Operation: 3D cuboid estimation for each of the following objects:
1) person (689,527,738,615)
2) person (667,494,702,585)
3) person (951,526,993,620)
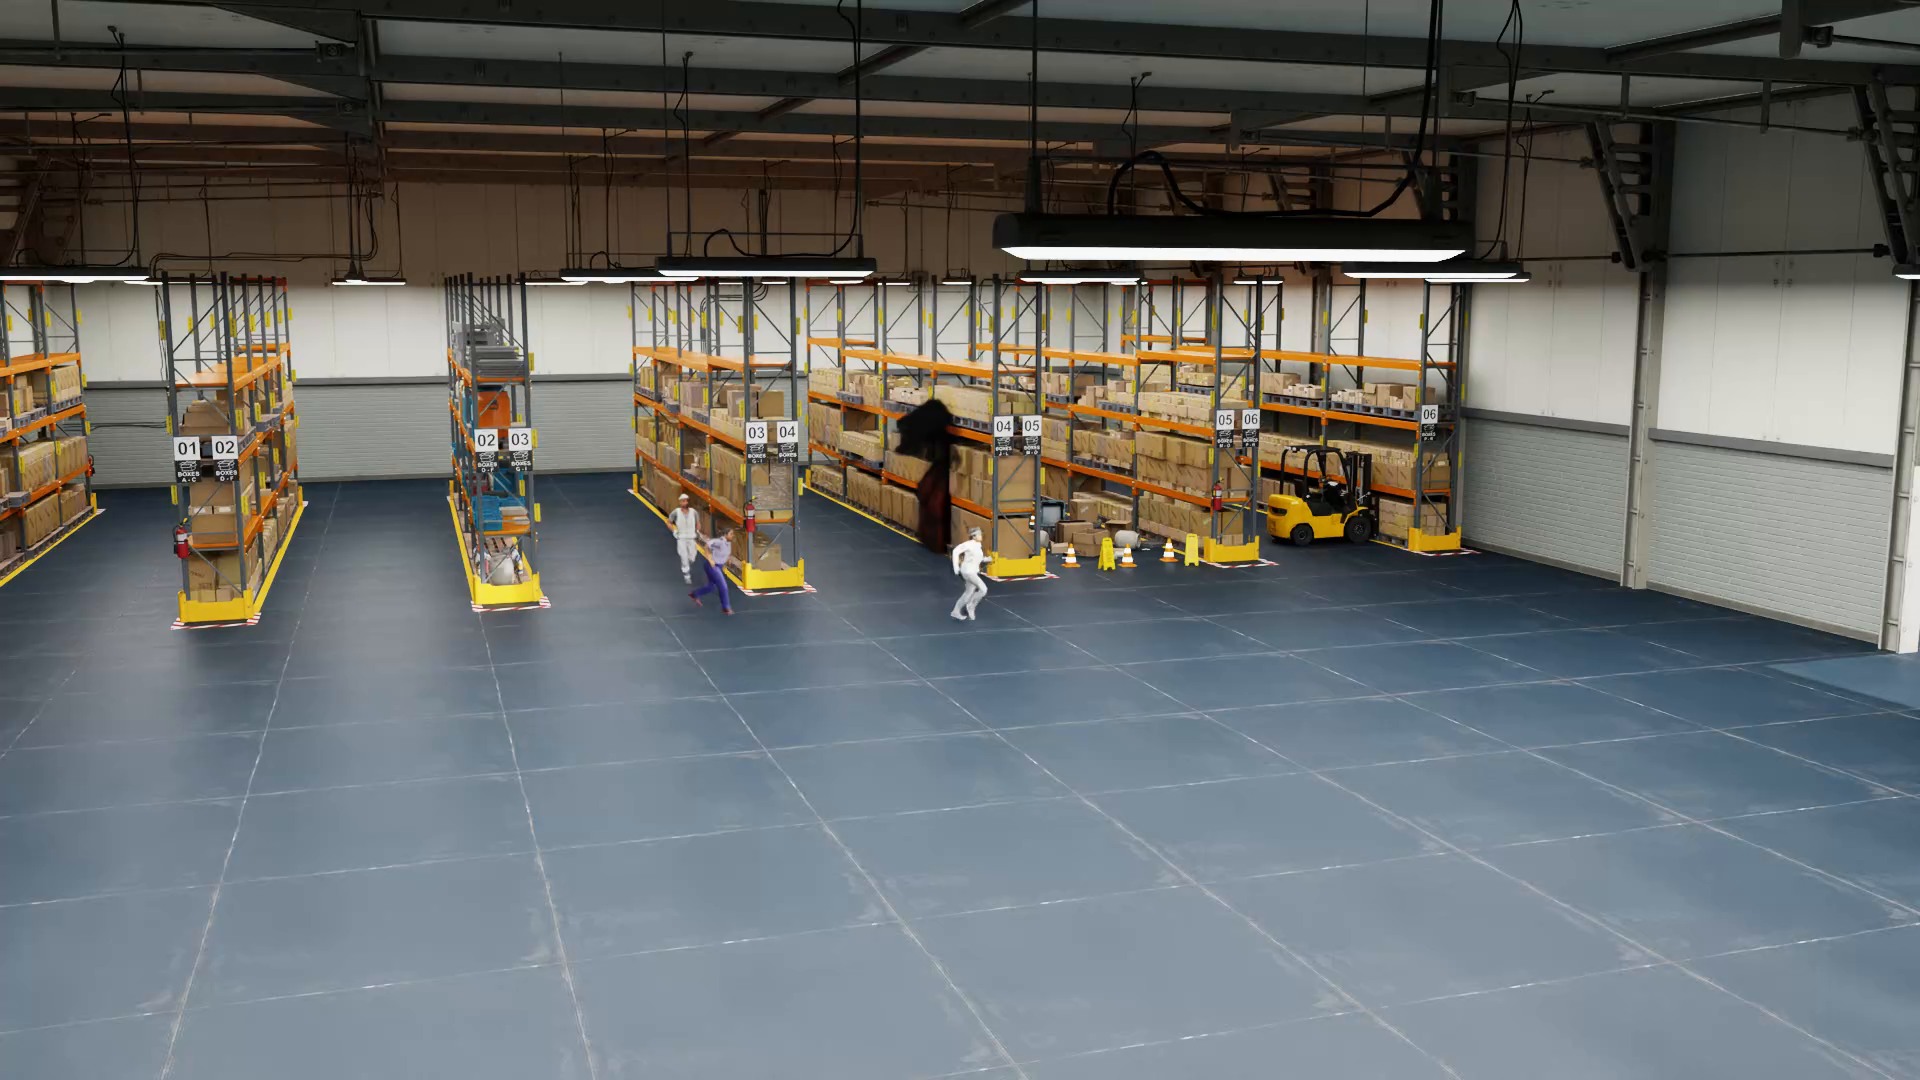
[{"bbox_3d":[-4.409,0.542,29.486,0.973,1.612,0.633,4,10,25],"label":"person"},{"bbox_3d":[-5.395,-0.033,32.572,0.655,1.752,0.689,-3,9,-20],"label":"person"},{"bbox_3d":[0.198,0.572,28.676,0.760,1.643,0.643,4,9,23],"label":"person"}]
